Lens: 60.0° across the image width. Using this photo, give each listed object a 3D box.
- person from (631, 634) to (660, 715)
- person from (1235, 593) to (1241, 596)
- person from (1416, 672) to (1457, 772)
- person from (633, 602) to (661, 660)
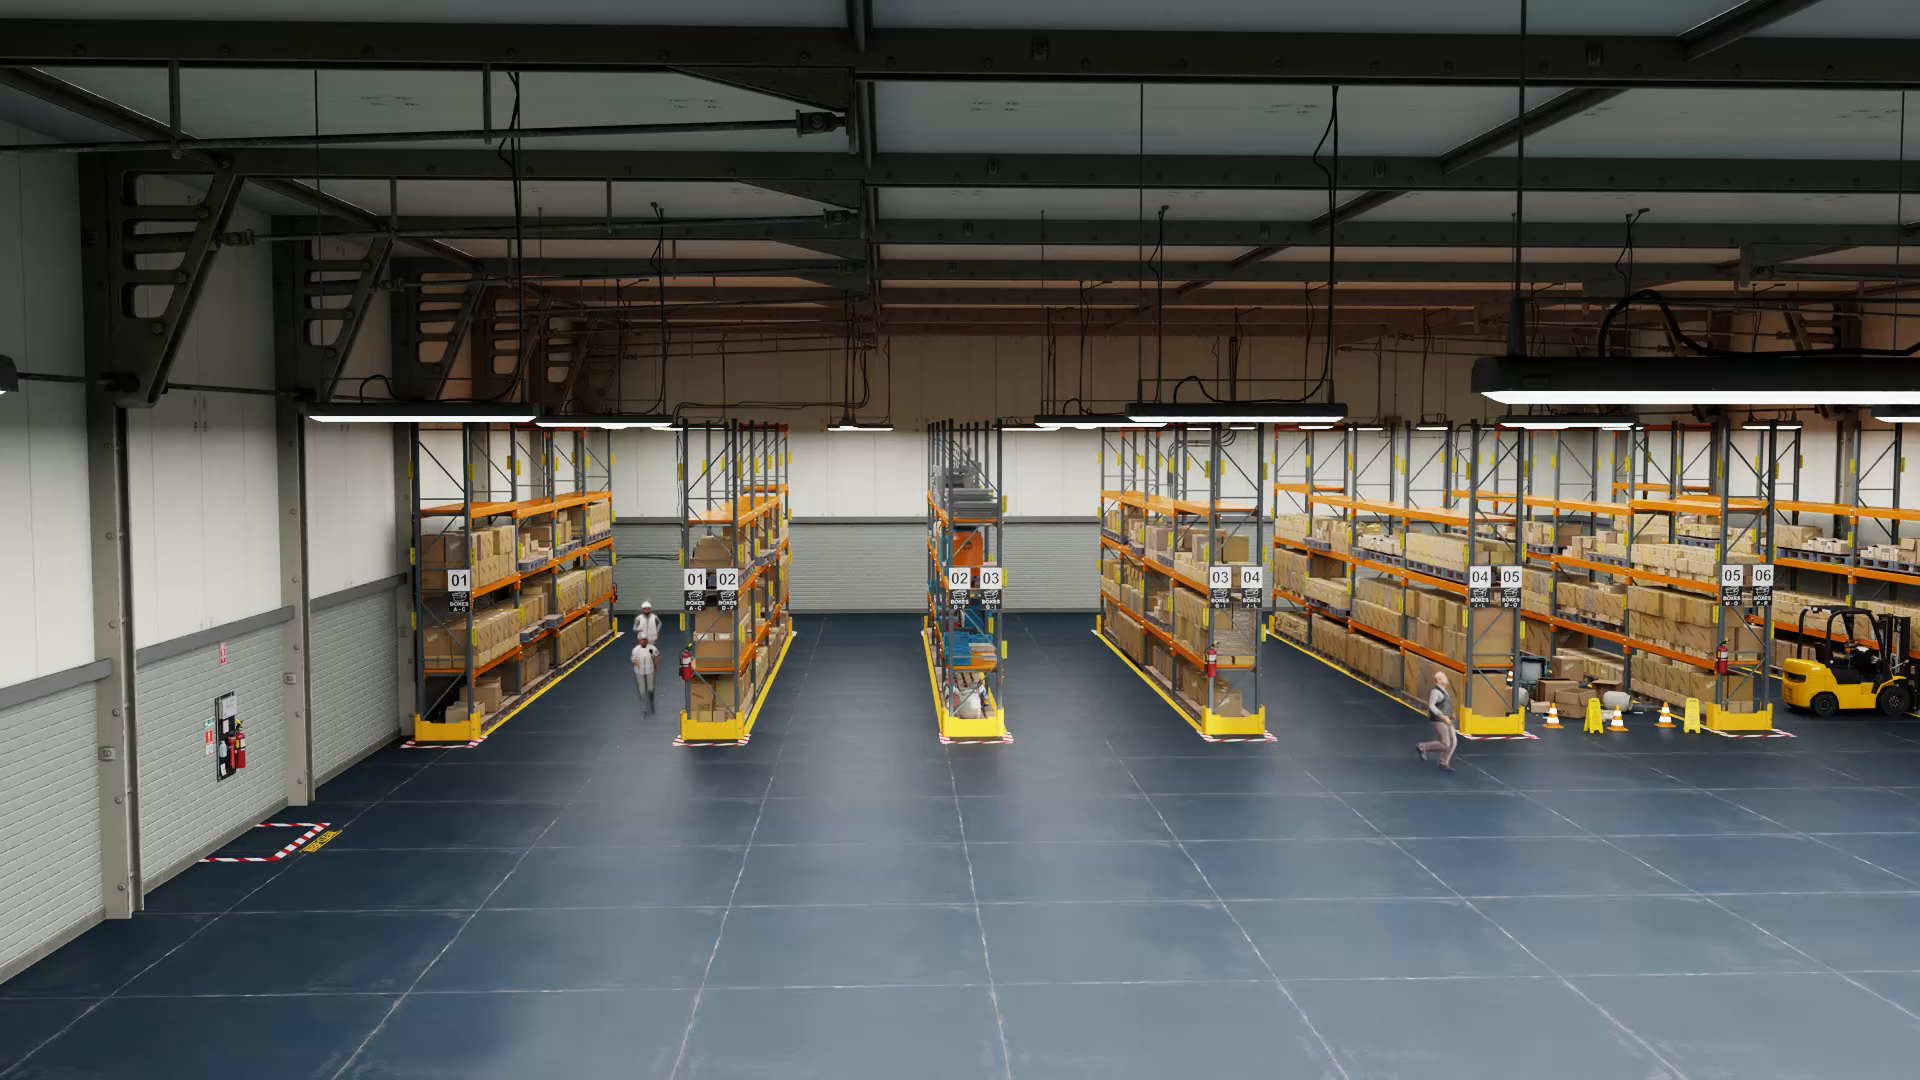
[{"bbox_3d":[-6.429,2.738,33.870,0.540,1.680,0.622,0,4,-7],"label":"person"},{"bbox_3d":[7.786,1.934,45.770,0.681,1.806,0.837,1,4,8],"label":"person"},{"bbox_3d":[8.133,3.082,28.315,0.659,1.692,0.676,2,4,33],"label":"person"},{"bbox_3d":[-7.302,2.341,38.818,0.658,1.789,0.955,-1,4,-10],"label":"person"}]
